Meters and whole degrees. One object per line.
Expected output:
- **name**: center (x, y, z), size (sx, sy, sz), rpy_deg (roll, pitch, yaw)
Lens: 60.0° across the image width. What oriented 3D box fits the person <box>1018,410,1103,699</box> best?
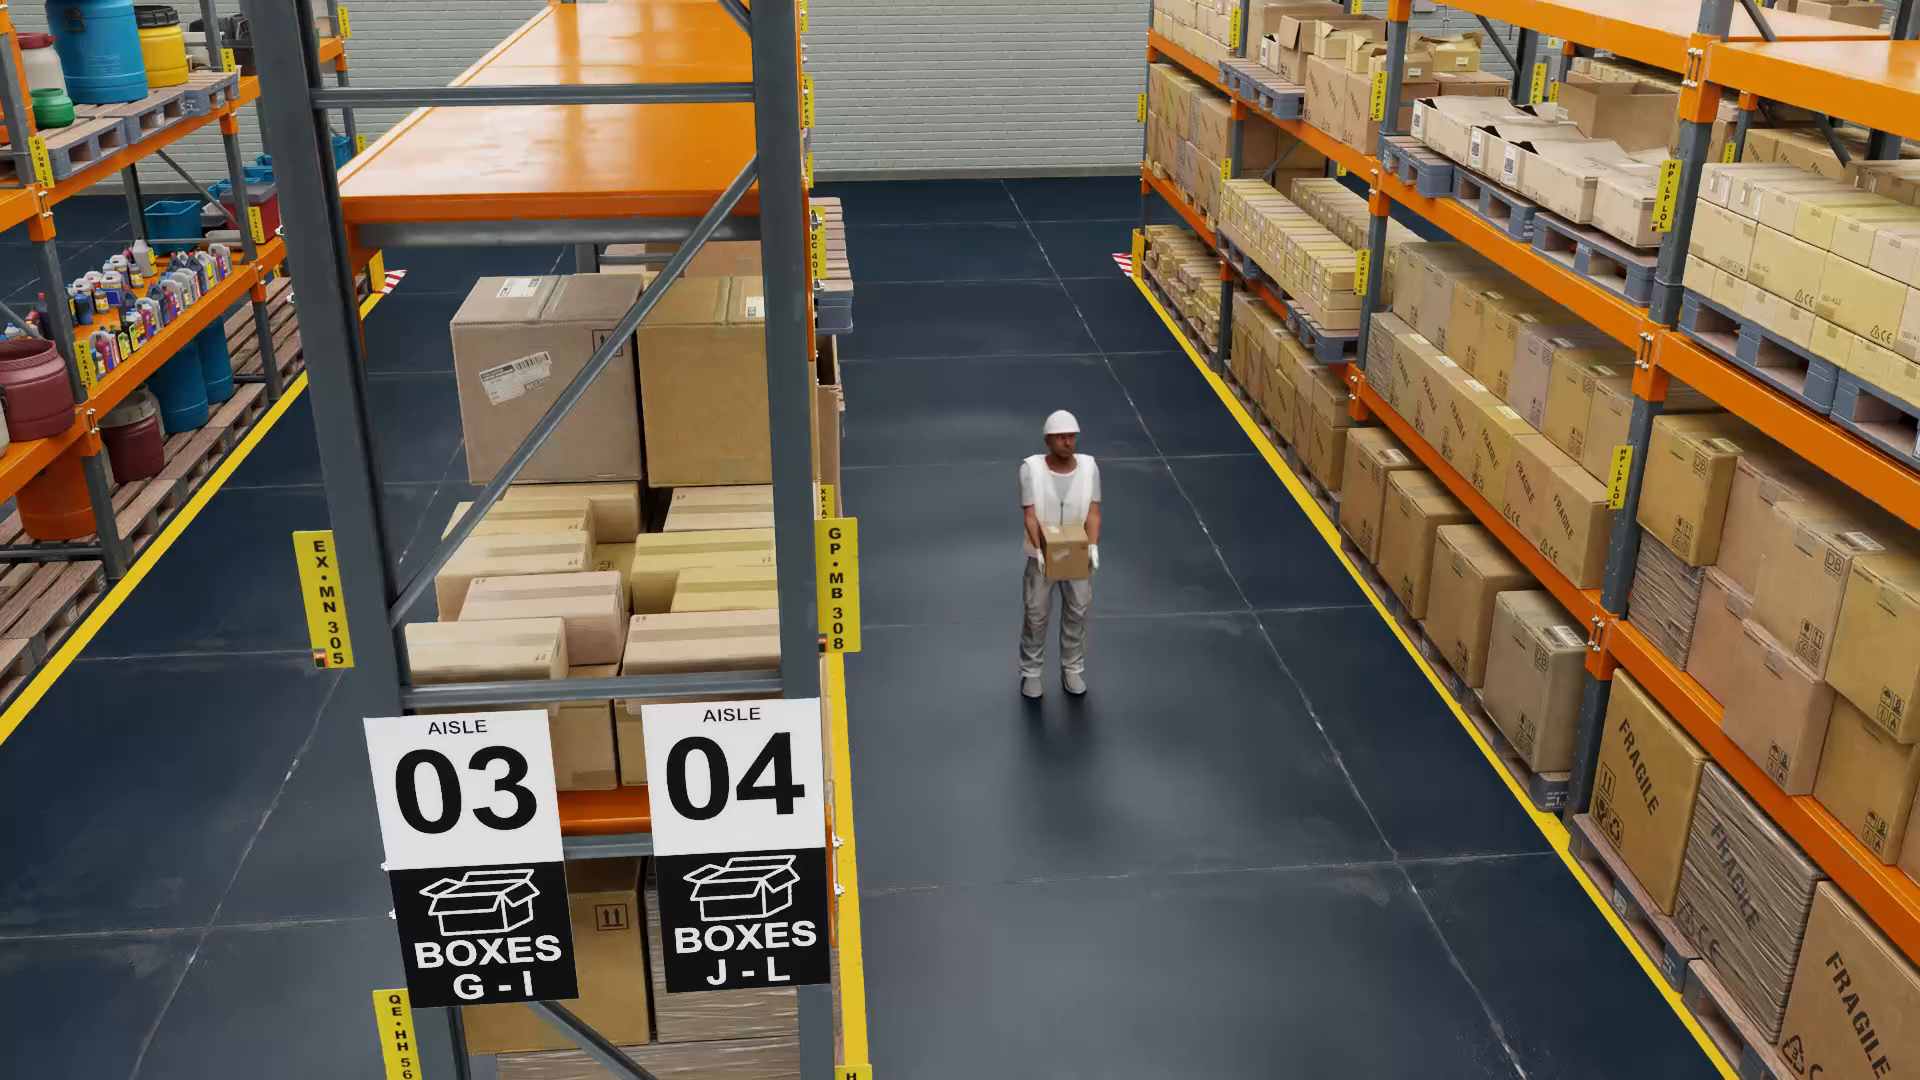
- **person**: center (0.619, 0.118, 10.030), size (0.501, 1.787, 0.569), rpy_deg (-5, 24, -12)
